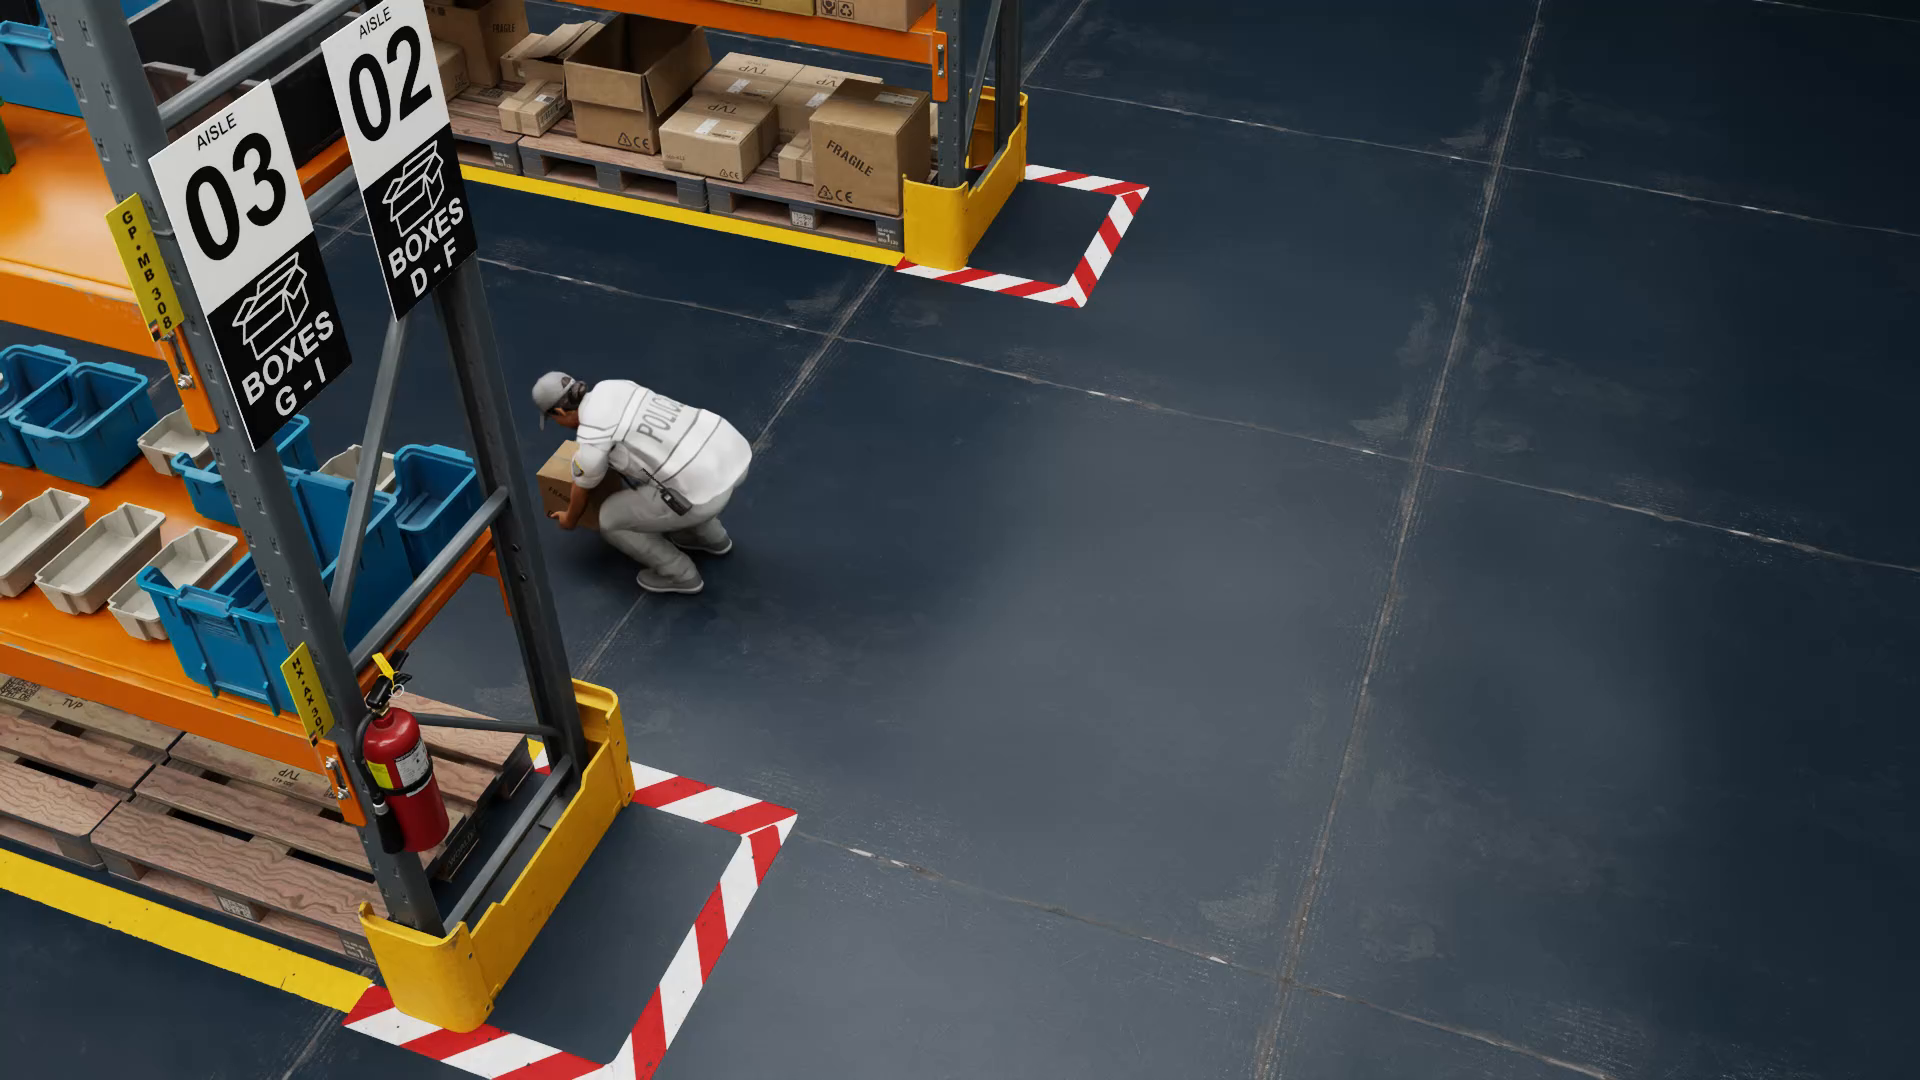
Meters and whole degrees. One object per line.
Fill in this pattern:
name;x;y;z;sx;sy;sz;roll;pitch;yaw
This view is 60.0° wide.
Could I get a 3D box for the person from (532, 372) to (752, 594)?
person;-1.317;-0.265;7.001;0.883;0.948;0.513;13;43;14
